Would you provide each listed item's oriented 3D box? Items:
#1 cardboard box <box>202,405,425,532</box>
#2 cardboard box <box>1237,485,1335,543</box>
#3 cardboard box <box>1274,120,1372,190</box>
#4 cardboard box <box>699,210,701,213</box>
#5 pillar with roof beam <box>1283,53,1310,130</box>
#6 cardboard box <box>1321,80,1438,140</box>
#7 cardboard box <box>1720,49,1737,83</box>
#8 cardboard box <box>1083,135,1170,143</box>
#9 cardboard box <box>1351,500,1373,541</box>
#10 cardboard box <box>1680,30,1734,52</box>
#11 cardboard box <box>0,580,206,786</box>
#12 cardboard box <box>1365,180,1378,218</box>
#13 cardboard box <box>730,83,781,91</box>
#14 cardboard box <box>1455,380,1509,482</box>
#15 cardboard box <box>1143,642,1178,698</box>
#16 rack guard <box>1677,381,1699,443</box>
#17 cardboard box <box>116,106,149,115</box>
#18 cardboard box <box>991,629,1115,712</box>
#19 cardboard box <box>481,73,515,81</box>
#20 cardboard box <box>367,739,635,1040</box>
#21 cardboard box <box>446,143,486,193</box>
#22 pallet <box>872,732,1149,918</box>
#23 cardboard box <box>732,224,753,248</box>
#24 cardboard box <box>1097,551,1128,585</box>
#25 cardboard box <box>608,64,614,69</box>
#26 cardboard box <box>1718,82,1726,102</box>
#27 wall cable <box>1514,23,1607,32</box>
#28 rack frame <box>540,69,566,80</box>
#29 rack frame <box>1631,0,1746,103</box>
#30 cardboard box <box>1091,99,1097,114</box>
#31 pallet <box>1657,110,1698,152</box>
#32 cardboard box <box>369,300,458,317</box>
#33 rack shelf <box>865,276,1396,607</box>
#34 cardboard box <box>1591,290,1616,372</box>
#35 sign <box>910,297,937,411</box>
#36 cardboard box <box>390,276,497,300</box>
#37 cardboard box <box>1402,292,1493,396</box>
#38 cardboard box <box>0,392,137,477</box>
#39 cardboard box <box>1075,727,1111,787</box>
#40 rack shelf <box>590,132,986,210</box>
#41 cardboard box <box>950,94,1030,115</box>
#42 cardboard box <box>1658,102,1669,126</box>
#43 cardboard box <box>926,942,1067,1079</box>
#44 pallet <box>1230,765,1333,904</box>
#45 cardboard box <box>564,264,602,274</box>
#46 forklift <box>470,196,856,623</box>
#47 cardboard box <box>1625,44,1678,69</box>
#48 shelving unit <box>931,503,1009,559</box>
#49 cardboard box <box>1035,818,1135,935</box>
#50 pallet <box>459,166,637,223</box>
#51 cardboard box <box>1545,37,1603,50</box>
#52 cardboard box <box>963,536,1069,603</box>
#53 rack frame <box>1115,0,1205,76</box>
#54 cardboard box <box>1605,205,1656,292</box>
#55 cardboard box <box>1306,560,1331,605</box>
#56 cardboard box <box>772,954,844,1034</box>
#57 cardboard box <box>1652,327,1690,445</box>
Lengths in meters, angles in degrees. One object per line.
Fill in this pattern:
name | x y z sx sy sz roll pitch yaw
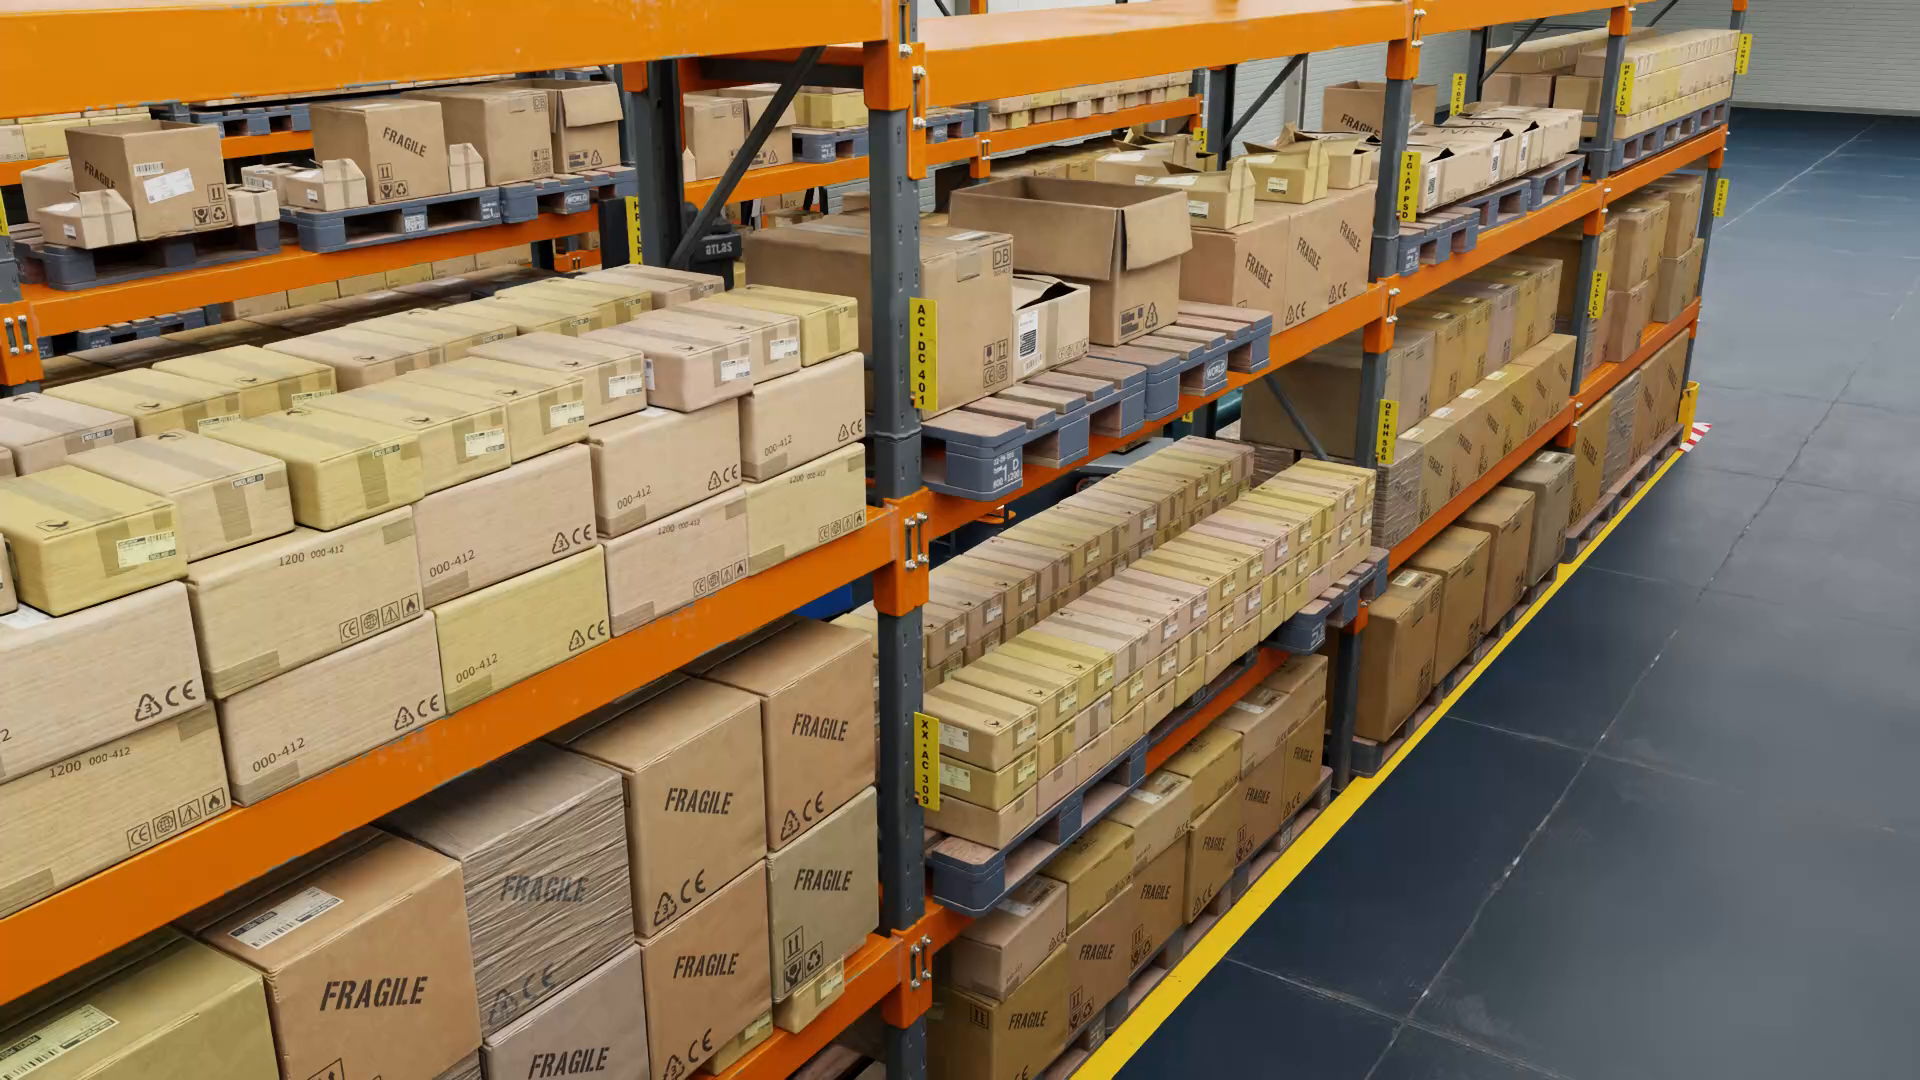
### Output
cardboard box | -1.343 -0.155 3.457 0.380 0.149 0.250 13 24 31
cardboard box | 1.500 -0.122 7.670 0.380 0.149 0.250 14 25 33
cardboard box | 1.674 -1.786 7.699 0.396 0.266 0.258 13 24 32
cardboard box | -2.994 -3.753 18.443 0.500 0.500 0.500 13 24 32
pillar with roof beam | 10.468 -11.454 30.758 9.100 9.000 0.400 13 24 32
cardboard box | 2.432 -2.391 9.689 0.500 0.500 0.500 13 24 32
cardboard box | 6.140 -3.961 13.863 0.500 0.250 0.500 14 24 33
cardboard box | 1.636 -3.695 16.415 0.700 0.500 0.500 14 24 32
cardboard box | 1.786 -0.128 8.117 0.380 0.149 0.250 14 24 33
cardboard box | 6.134 -4.108 13.688 0.380 0.149 0.250 13 24 32
cardboard box | -1.762 0.216 3.029 0.500 0.250 0.500 14 24 32
cardboard box | 2.007 -1.738 8.428 0.380 0.149 0.250 12 24 30
cardboard box | -1.424 -3.374 12.850 0.500 0.250 0.500 13 24 31
cardboard box | 3.012 -0.697 10.181 0.500 0.500 0.500 13 24 31
cardboard box | 0.624 0.464 6.515 0.380 0.149 0.250 14 25 34
rack guard | 6.197 -1.270 15.478 1.175 0.500 0.348 13 24 32
cardboard box | -6.571 -3.418 13.001 0.380 0.149 0.250 14 24 33
cardboard box | 0.338 0.472 6.066 0.380 0.149 0.250 14 24 32
cardboard box | -4.528 -4.545 15.784 0.500 0.311 0.500 12 24 30
cardboard box | -1.188 0.833 4.175 0.500 0.500 0.500 14 24 33
cardboard box | -2.949 -2.154 9.529 0.396 0.266 0.258 13 24 30
pallet | -0.012 0.906 6.267 1.003 0.211 1.213 13 24 32
cardboard box | -1.778 -2.289 12.516 0.380 0.149 0.250 12 23 29
cardboard box | 0.526 0.110 7.471 0.380 0.149 0.250 13 24 31
cardboard box | -3.653 -4.991 16.991 0.500 0.311 0.500 14 24 33
cardboard box | 6.135 -3.735 13.827 0.380 0.149 0.250 14 24 32
wall cable | 16.403 -14.867 44.463 3.097 2.526 0.112 13 24 32
rack frame | -4.323 -6.005 16.028 1.000 3.000 0.127 13 24 32
rack frame | 6.184 -5.249 13.985 1.000 3.000 0.127 13 24 32
cardboard box | 1.032 -3.998 15.288 0.380 0.149 0.250 13 24 32
pallet | 5.090 -3.235 12.990 1.003 0.211 1.213 13 24 32
cardboard box | -3.105 -1.103 9.838 0.500 0.500 0.500 13 24 32
rack shelf | 0.562 -0.636 6.874 1.077 0.370 4.000 13 24 32
cardboard box | 4.423 -1.629 12.628 0.875 0.550 0.550 13 24 32
sign | -0.109 -0.538 4.828 0.100 0.325 0.005 13 24 32
cardboard box | -3.214 -1.355 10.518 0.500 0.500 0.500 13 24 32
cardboard box | 2.804 -1.223 10.162 0.700 0.500 0.500 13 24 31
cardboard box | -1.983 -0.193 3.560 0.380 0.149 0.250 13 24 30
cardboard box | 0.335 0.753 6.162 0.380 0.149 0.250 13 24 32
rack shelf | -1.340 -2.720 12.508 1.077 0.370 4.000 13 24 32
cardboard box | 0.258 -3.773 14.106 0.500 0.250 0.500 13 24 31
cardboard box | 4.991 -3.151 12.250 0.380 0.149 0.250 13 24 31
cardboard box | 0.073 1.822 6.512 0.500 0.500 0.500 14 25 34
pallet | 1.246 1.391 8.699 1.003 0.211 1.213 13 24 32
cardboard box | -2.438 -1.645 11.710 0.500 0.500 0.500 12 24 30
forklift | -2.082 -0.430 9.701 3.031 2.935 1.130 -19 27 -41
cardboard box | 4.993 -3.526 12.113 0.380 0.149 0.250 14 24 32
shelving unit | 0.004 -0.705 12.510 0.431 1.500 0.755 13 24 32
cardboard box | 0.369 1.317 6.797 0.500 0.250 0.500 14 25 33
pallet | -2.782 -2.200 10.337 1.213 0.211 1.003 15 25 34
cardboard box | 4.731 -3.798 12.848 0.380 0.149 0.250 14 24 32
cardboard box | 0.236 0.122 7.010 0.380 0.149 0.250 12 23 29
rack frame | 2.033 -6.186 16.517 1.000 3.000 0.127 13 24 32
cardboard box | 4.801 -2.273 12.812 0.875 0.550 0.550 13 24 32
cardboard box | 1.504 0.156 7.775 0.380 0.149 0.250 14 24 33
cardboard box | -0.584 1.348 5.159 0.380 0.149 0.250 13 24 30
cardboard box | 5.857 -1.429 14.761 0.875 0.875 0.875 13 24 32
